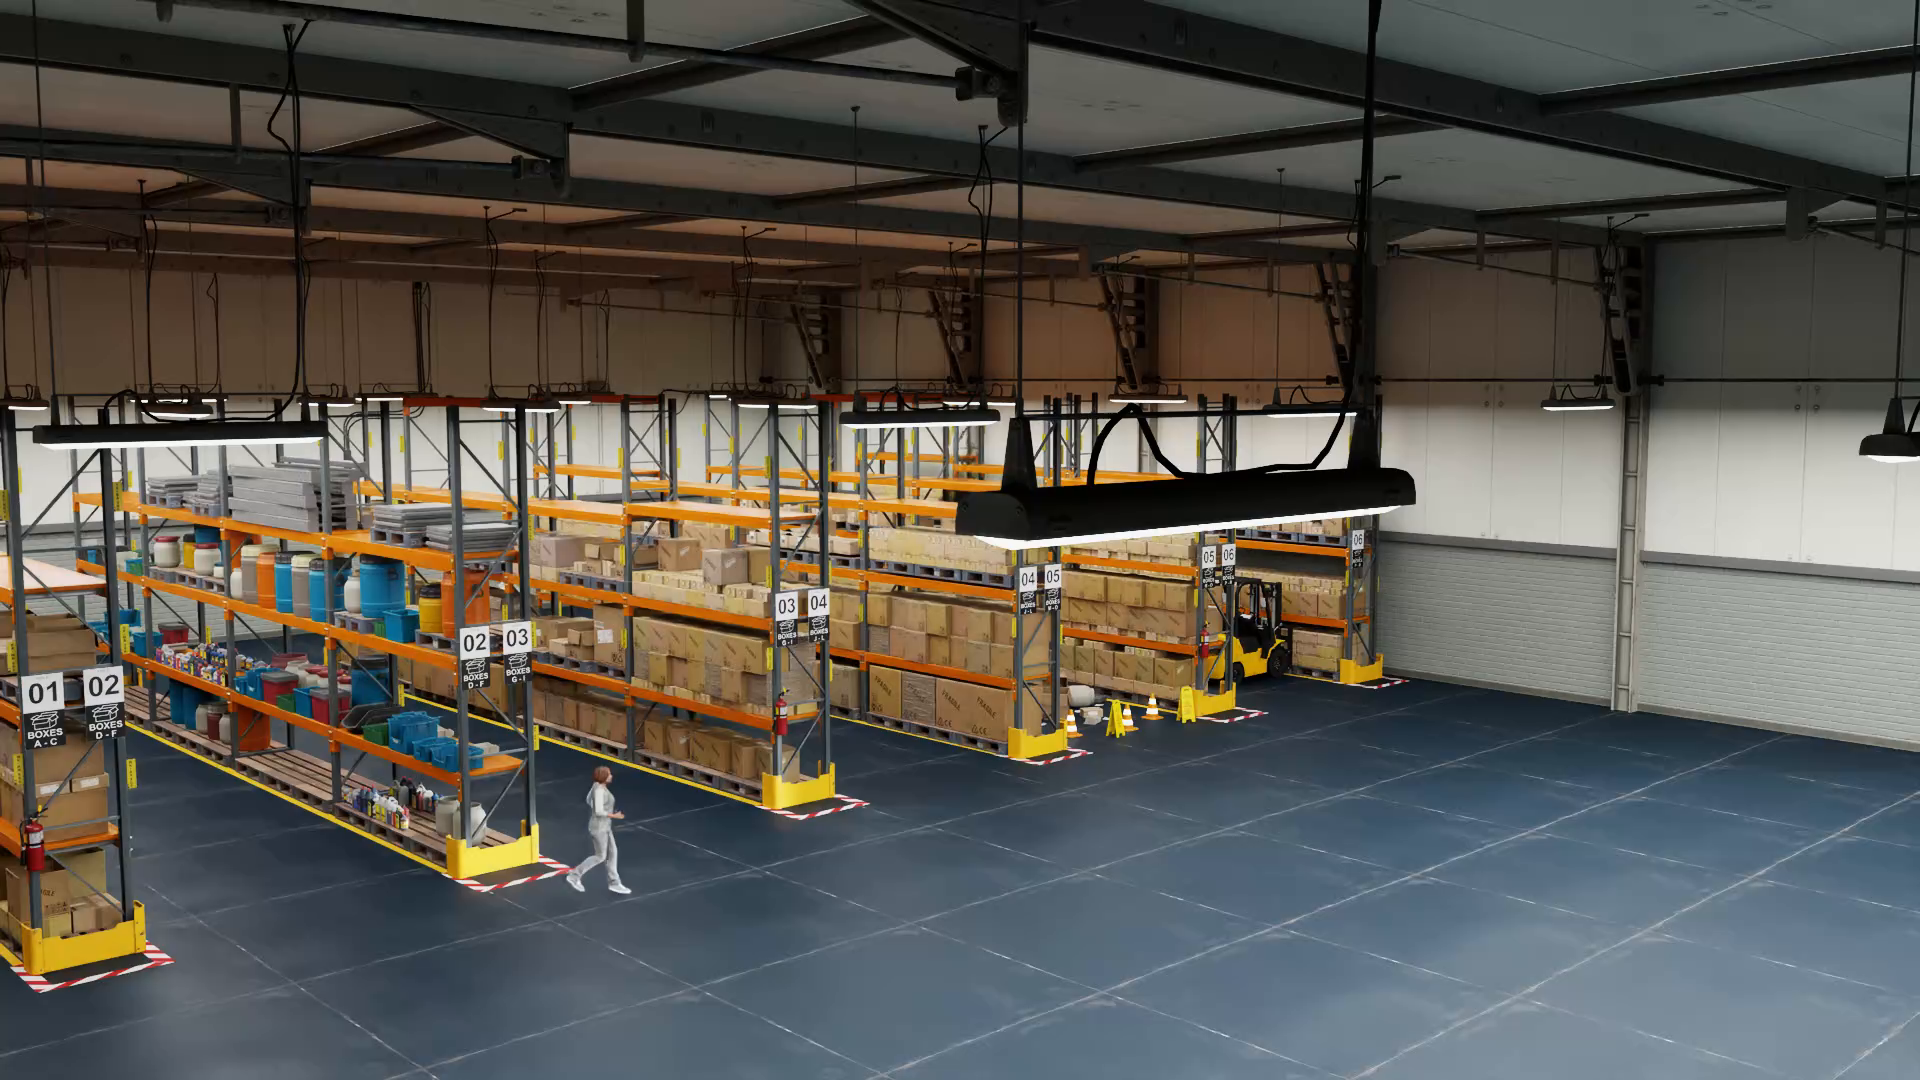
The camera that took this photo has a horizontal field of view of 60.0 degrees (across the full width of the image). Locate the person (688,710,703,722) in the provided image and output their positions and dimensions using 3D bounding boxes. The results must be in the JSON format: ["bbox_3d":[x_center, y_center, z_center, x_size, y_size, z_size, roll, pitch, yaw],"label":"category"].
[{"bbox_3d":[-4.907,2.499,30.685,0.613,1.738,0.506,4,7,37],"label":"person"}]

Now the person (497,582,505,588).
[{"bbox_3d":[-10.880,1.630,39.566,0.554,1.778,0.798,2,6,23],"label":"person"}]
